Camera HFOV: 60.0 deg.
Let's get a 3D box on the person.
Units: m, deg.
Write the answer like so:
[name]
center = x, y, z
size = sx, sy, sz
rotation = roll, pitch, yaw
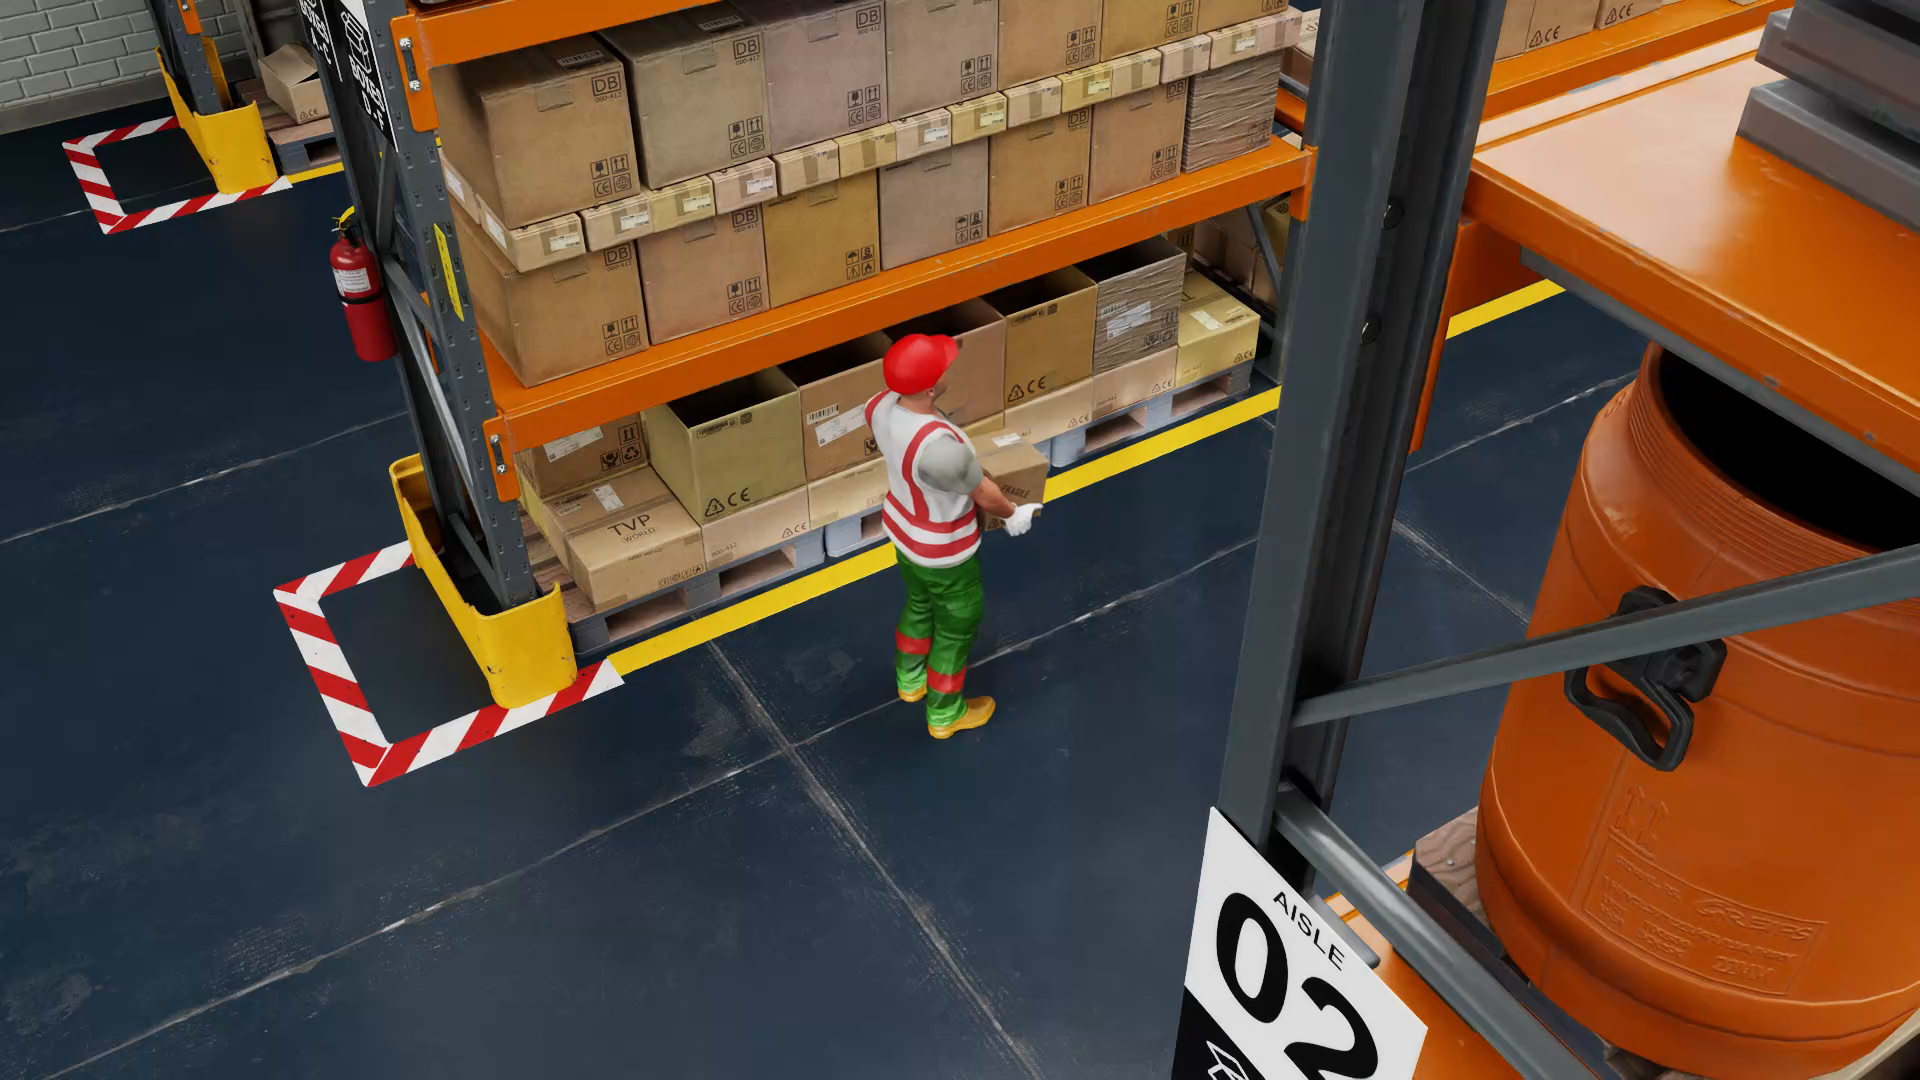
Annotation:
[person]
center = -0.011, -0.051, 6.202
size = 0.567, 1.783, 0.494
rotation = -22, 45, -23
